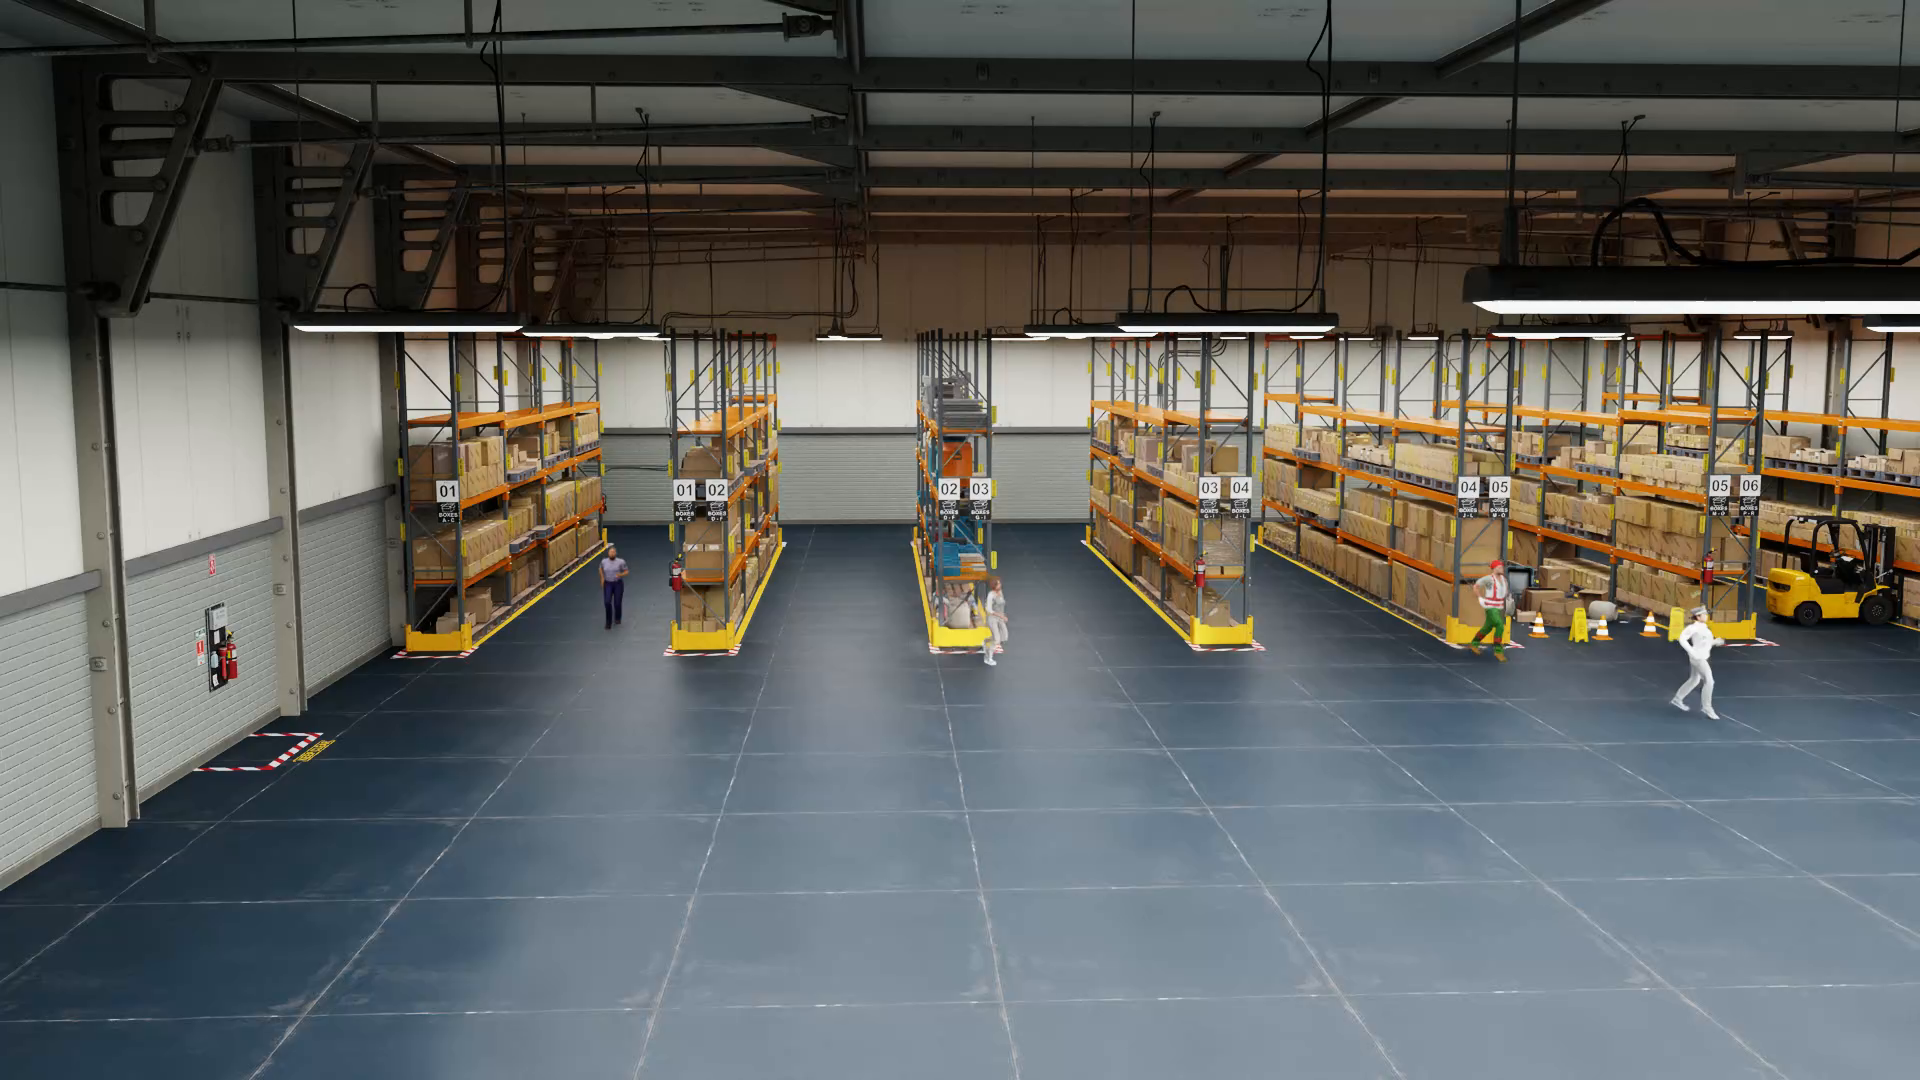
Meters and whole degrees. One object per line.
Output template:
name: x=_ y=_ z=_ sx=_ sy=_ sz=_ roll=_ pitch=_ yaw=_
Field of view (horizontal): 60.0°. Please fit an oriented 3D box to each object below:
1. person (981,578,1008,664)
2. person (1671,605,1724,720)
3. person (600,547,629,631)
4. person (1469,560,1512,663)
person: x=0.642 y=1.455 z=29.811 sx=0.608 sy=1.562 sz=0.578 roll=4 pitch=8 yaw=32
person: x=11.358 y=1.864 z=25.610 sx=0.733 sy=1.745 sz=0.598 roll=5 pitch=8 yaw=34
person: x=-6.971 y=0.979 z=33.541 sx=0.589 sy=1.710 sz=0.754 roll=-1 pitch=7 yaw=-8
person: x=9.703 y=1.259 z=30.285 sx=0.665 sy=1.820 sz=0.860 roll=-6 pitch=9 yaw=-42
